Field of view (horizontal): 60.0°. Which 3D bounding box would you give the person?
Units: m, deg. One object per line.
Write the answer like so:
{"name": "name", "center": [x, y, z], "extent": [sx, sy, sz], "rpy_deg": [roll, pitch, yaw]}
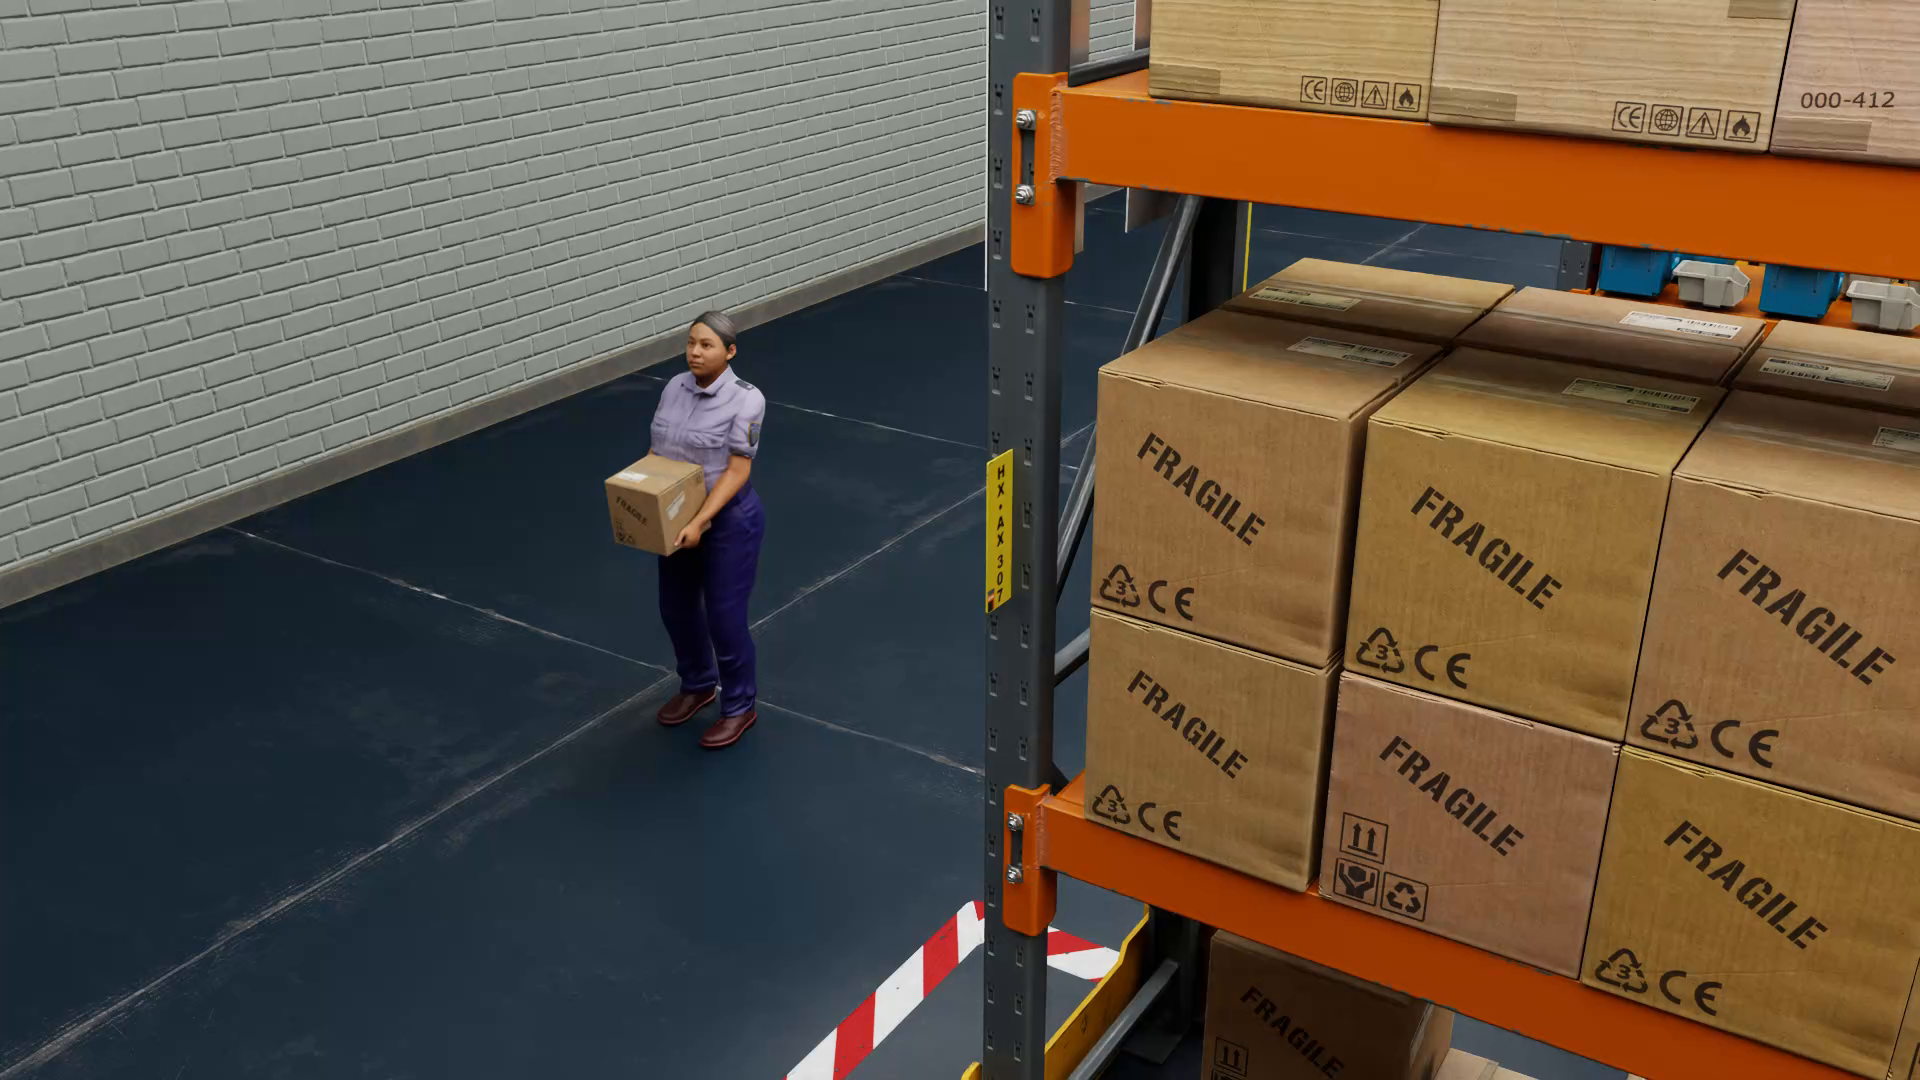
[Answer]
{"name": "person", "center": [-0.979, -0.022, 6.189], "extent": [0.452, 1.627, 0.516], "rpy_deg": [14, 27, 29]}
